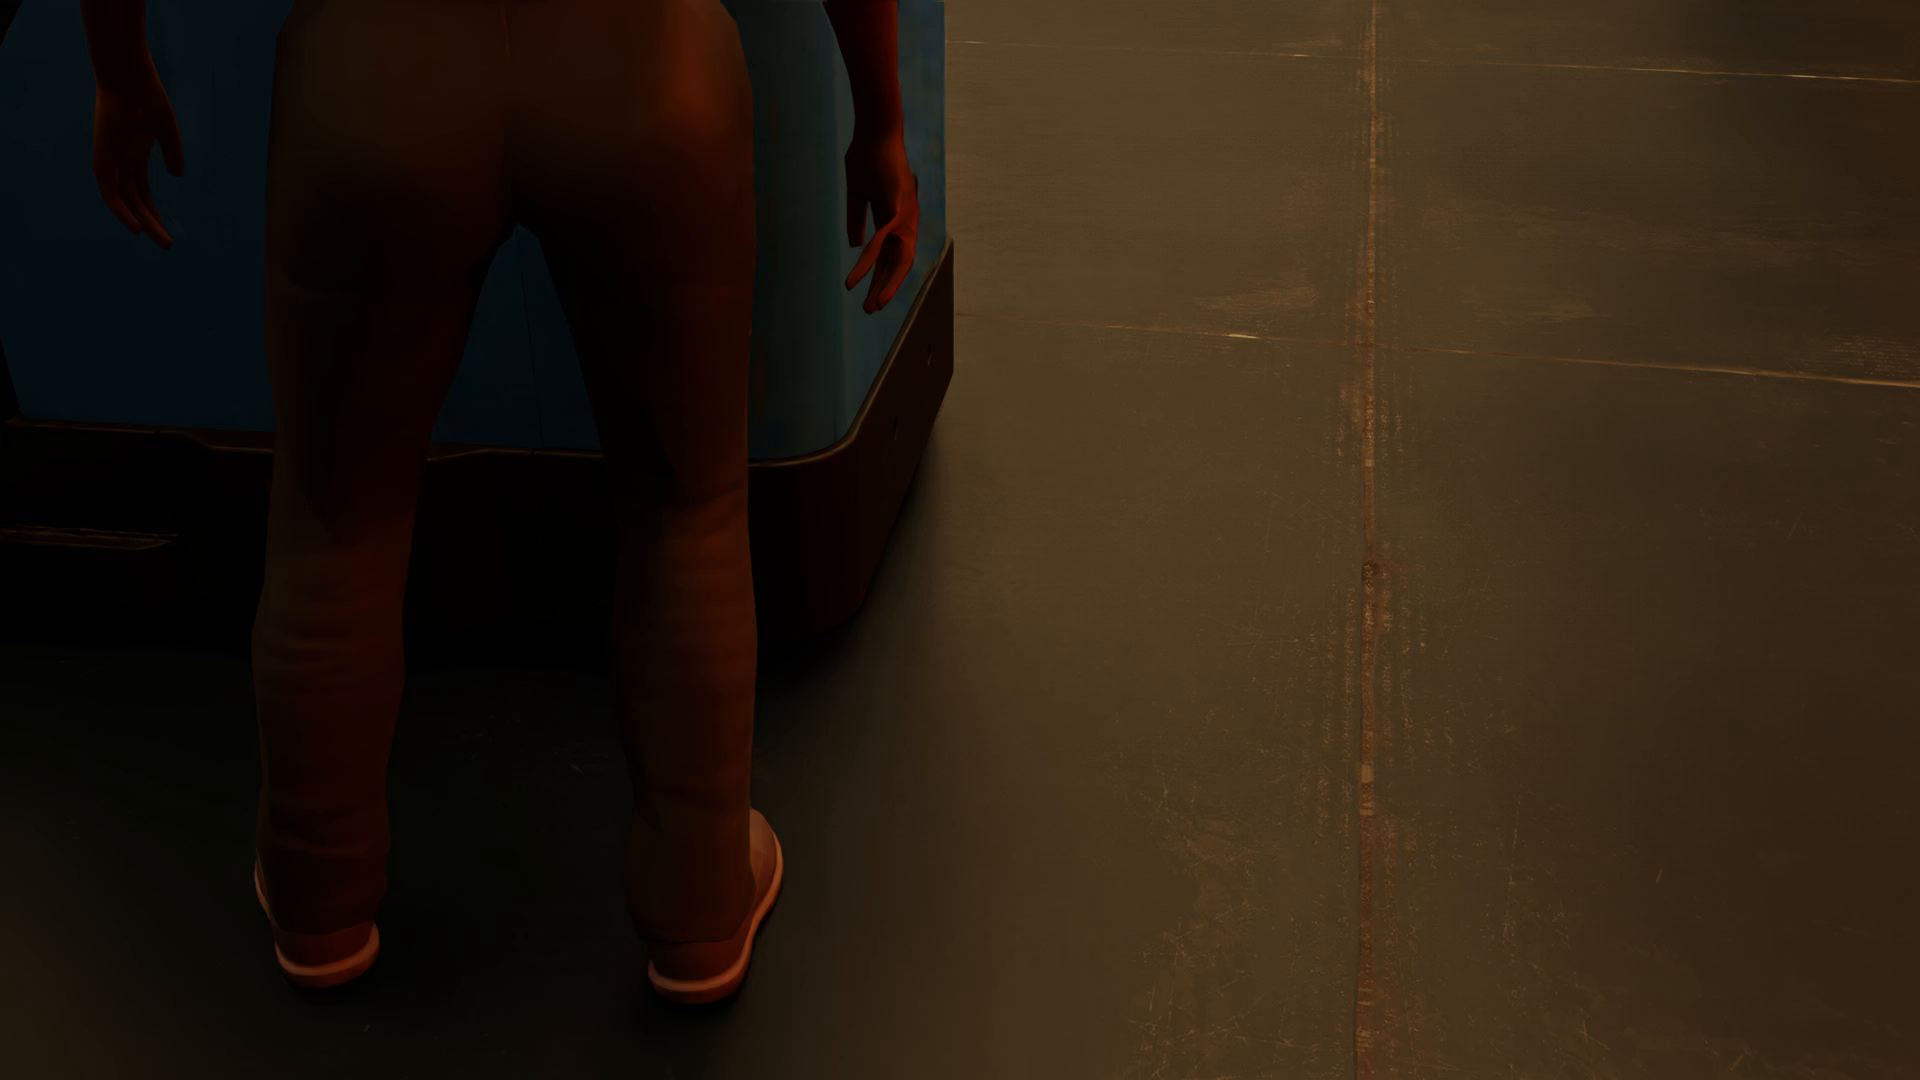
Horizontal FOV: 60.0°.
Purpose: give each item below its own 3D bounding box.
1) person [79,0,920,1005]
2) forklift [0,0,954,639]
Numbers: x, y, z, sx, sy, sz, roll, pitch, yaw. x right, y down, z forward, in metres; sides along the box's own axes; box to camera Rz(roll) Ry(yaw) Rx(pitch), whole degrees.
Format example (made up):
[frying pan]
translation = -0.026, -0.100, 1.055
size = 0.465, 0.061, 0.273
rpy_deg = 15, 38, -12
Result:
[person]
translation = -0.387, -0.345, 1.378
size = 0.700, 1.634, 0.381
rpy_deg = -5, 27, -9
[forklift]
translation = -1.571, -1.441, 2.103
size = 3.031, 2.935, 1.130
rpy_deg = 4, 27, 7
